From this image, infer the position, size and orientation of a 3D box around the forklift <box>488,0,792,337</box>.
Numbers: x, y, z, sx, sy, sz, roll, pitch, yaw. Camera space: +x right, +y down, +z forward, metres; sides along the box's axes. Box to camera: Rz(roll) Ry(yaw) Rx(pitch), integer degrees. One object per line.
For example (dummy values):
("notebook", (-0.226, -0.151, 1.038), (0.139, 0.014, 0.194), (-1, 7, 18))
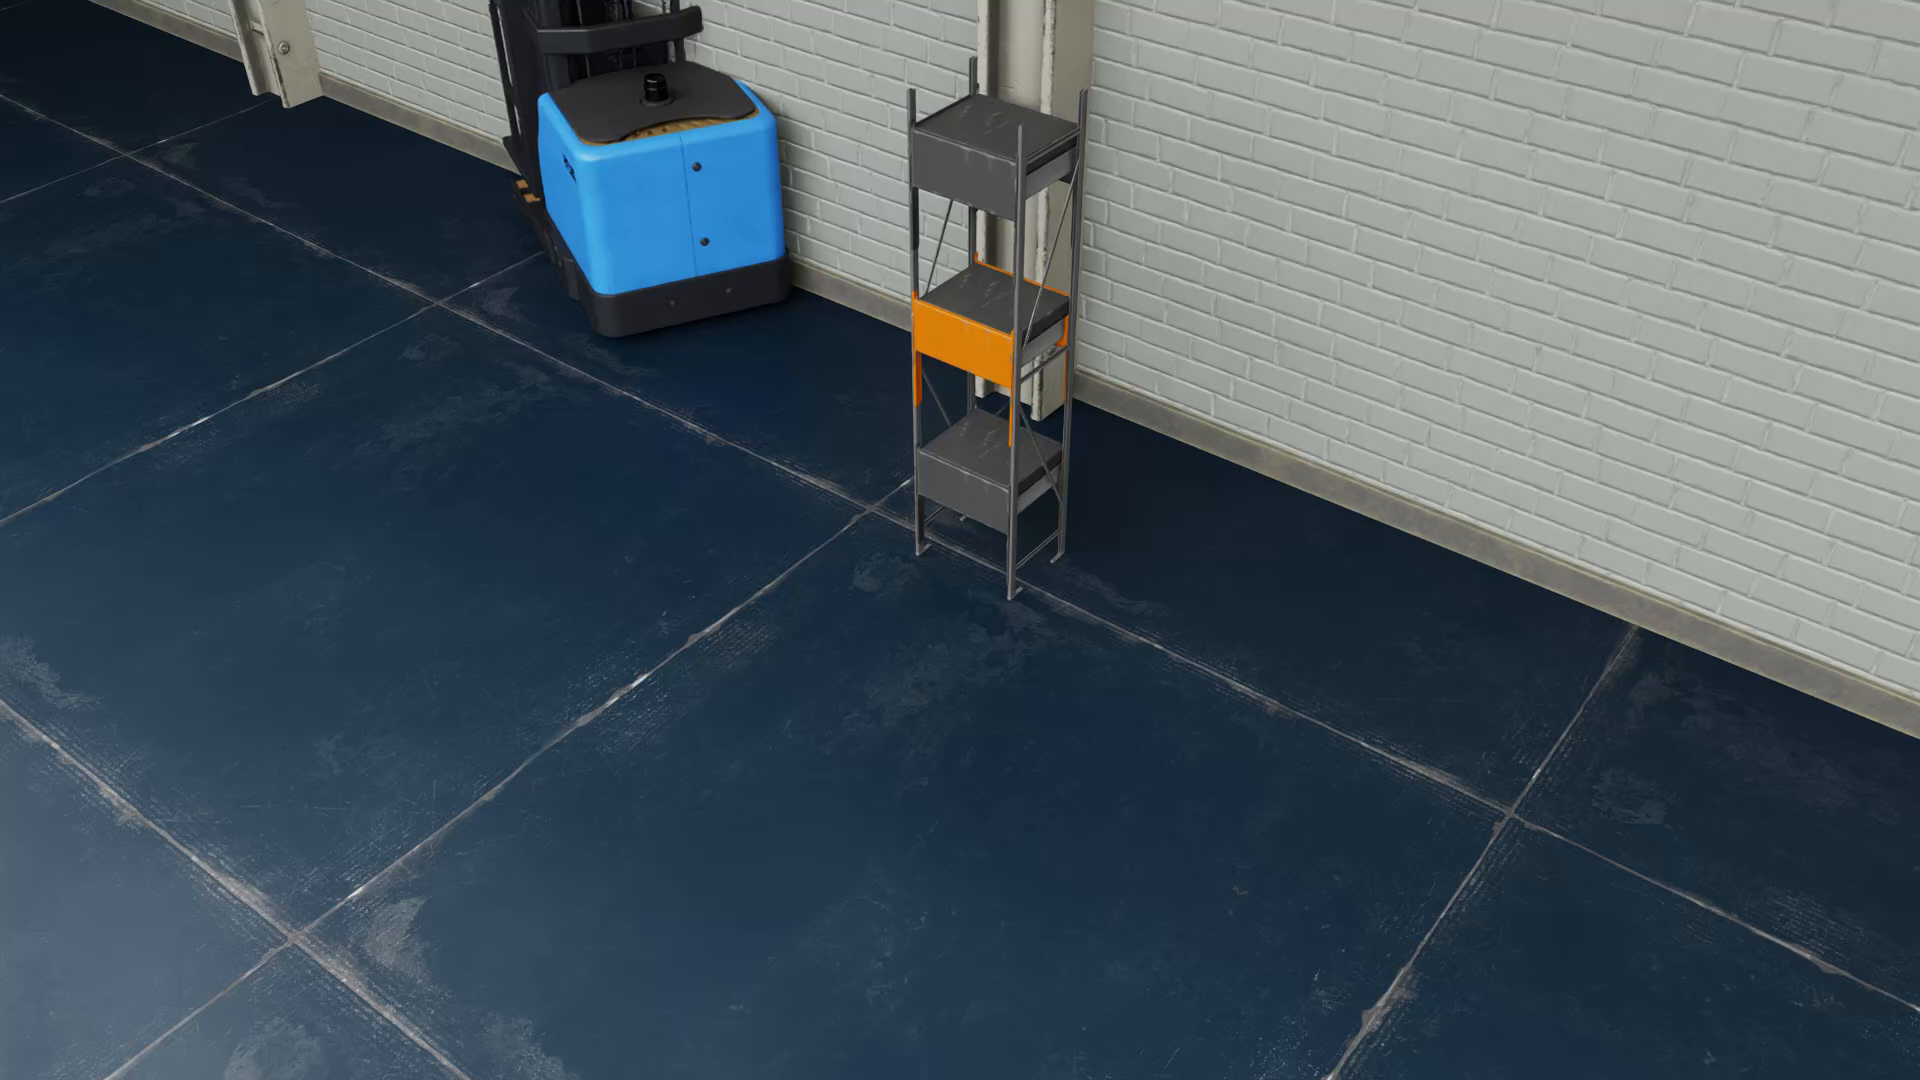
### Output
("forklift", (-1.970, -3.087, 8.815), (1.130, 2.935, 3.031), (-16, 41, -19))

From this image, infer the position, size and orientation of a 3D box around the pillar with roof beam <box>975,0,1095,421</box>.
("pillar with roof beam", (-2.298, -2.152, 2.699), (0.400, 9.000, 9.100), (25, 45, 29))

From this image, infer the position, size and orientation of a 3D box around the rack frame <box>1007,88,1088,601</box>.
("rack frame", (0.325, -0.673, 6.407), (0.015, 2.100, 0.400), (25, 45, 29))

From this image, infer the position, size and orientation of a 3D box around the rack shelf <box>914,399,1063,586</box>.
("rack shelf", (0.131, -0.203, 6.963), (0.480, 0.518, 0.431), (25, 45, 29))

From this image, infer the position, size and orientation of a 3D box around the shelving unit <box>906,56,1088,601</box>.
("shelving unit", (0.131, -0.765, 6.524), (0.503, 2.100, 0.431), (25, 45, 29))

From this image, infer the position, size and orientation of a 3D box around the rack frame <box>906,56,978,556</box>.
("rack frame", (-0.062, -0.856, 6.640), (0.015, 2.100, 0.400), (25, 45, 29))

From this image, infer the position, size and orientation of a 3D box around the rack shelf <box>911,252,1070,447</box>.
("rack shelf", (0.131, -0.754, 6.532), (0.480, 0.518, 0.431), (25, 45, 29))

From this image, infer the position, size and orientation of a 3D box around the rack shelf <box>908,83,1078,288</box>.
("rack shelf", (0.131, -1.305, 6.100), (0.480, 0.518, 0.431), (25, 45, 29))

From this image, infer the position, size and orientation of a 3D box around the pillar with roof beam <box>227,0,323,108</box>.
("pillar with roof beam", (-7.063, -4.399, 5.569), (0.400, 9.000, 9.100), (25, 45, 29))
